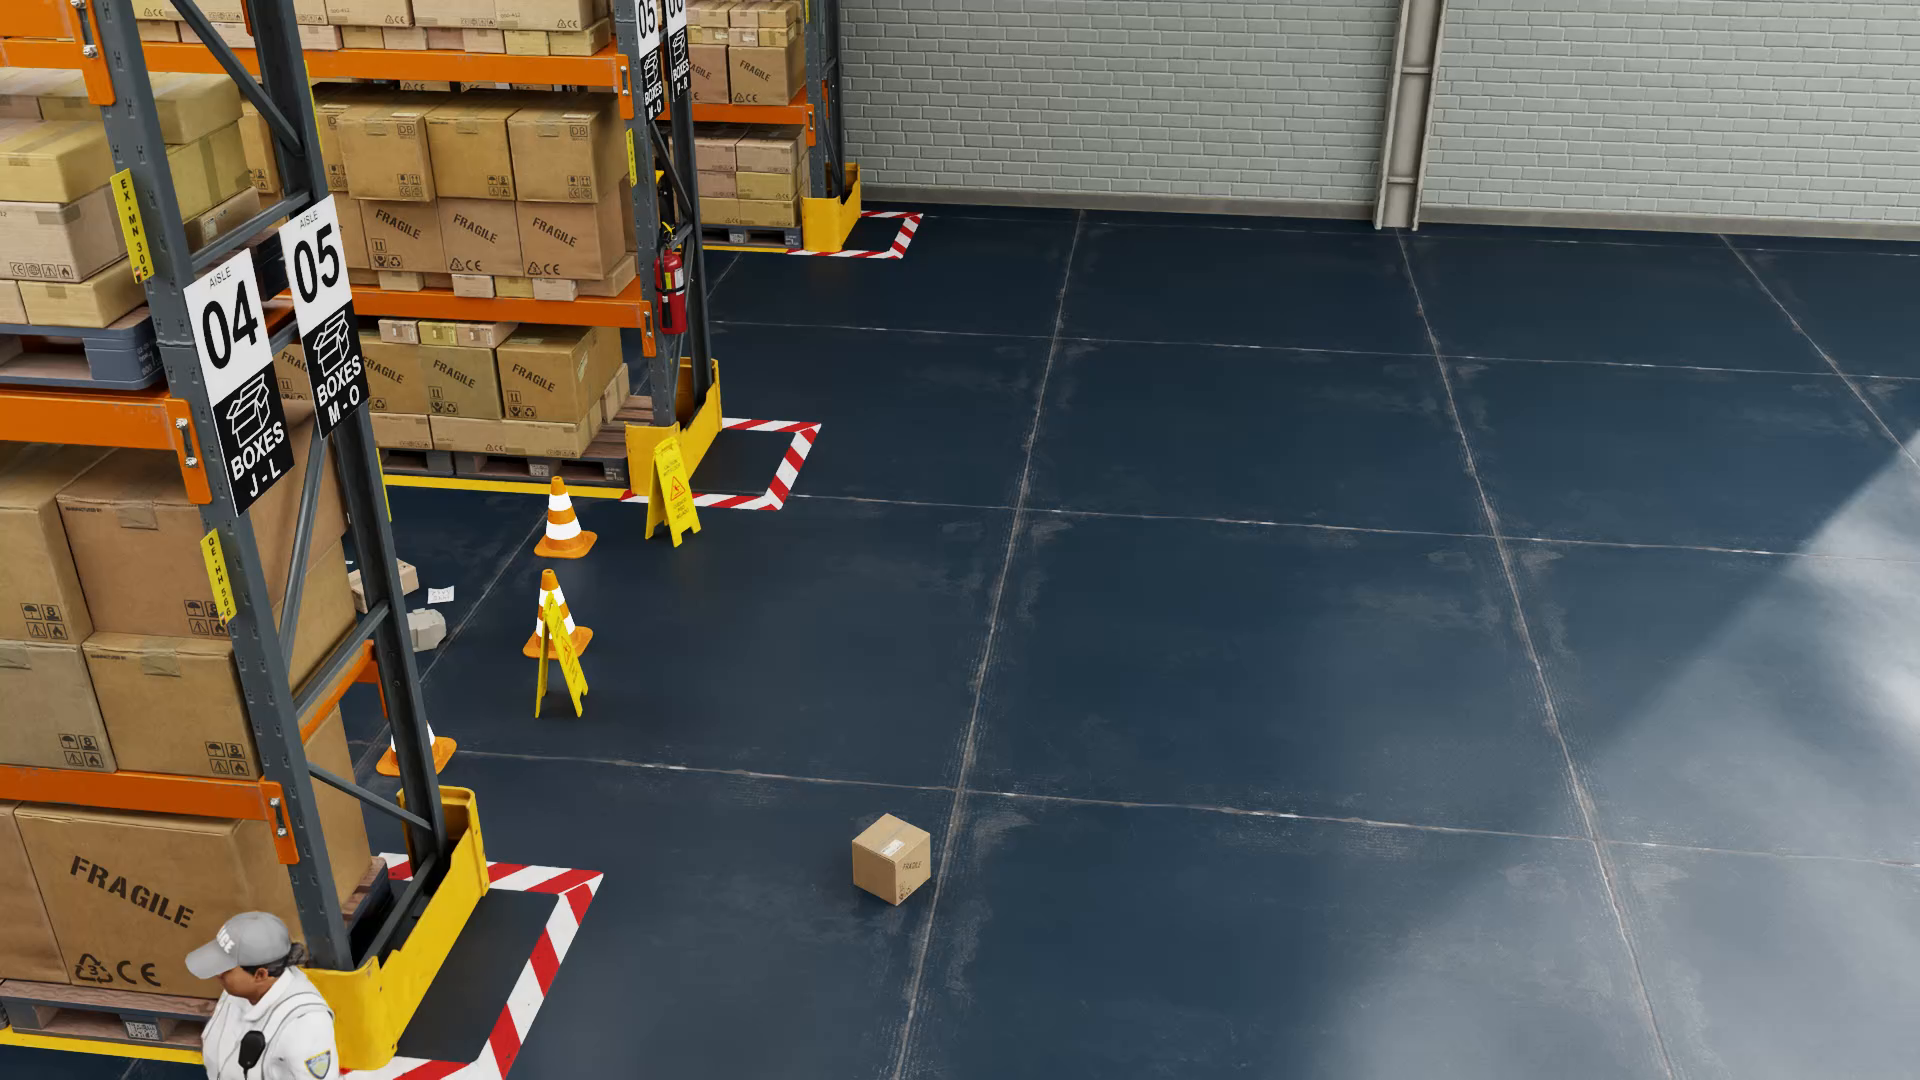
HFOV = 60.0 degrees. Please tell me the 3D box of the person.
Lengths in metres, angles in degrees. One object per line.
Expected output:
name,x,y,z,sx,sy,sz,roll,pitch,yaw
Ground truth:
person,-2.084,1.848,5.174,0.515,1.657,0.456,25,37,37
